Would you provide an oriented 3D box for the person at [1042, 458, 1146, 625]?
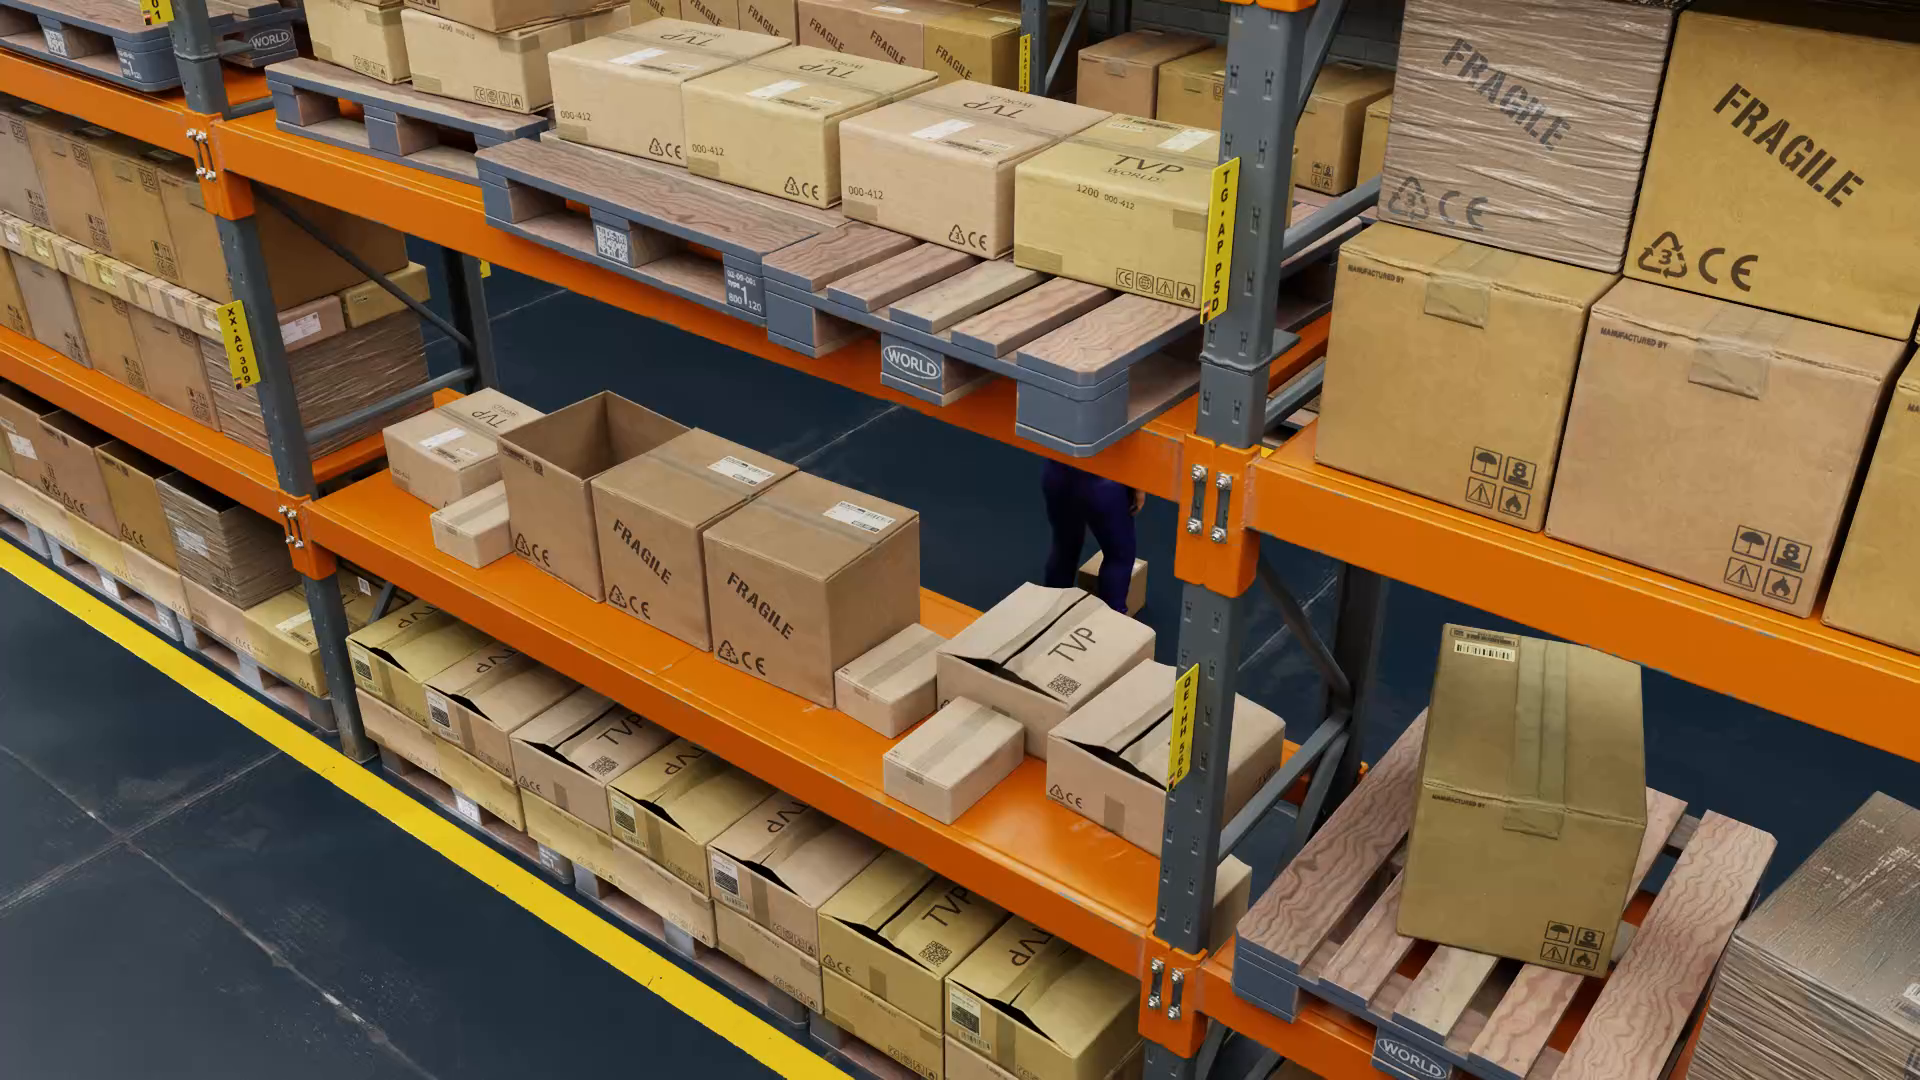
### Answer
[{"bbox_3d":[0.602,-0.269,7.586,0.538,1.652,0.371,22,37,31],"label":"person"}]
